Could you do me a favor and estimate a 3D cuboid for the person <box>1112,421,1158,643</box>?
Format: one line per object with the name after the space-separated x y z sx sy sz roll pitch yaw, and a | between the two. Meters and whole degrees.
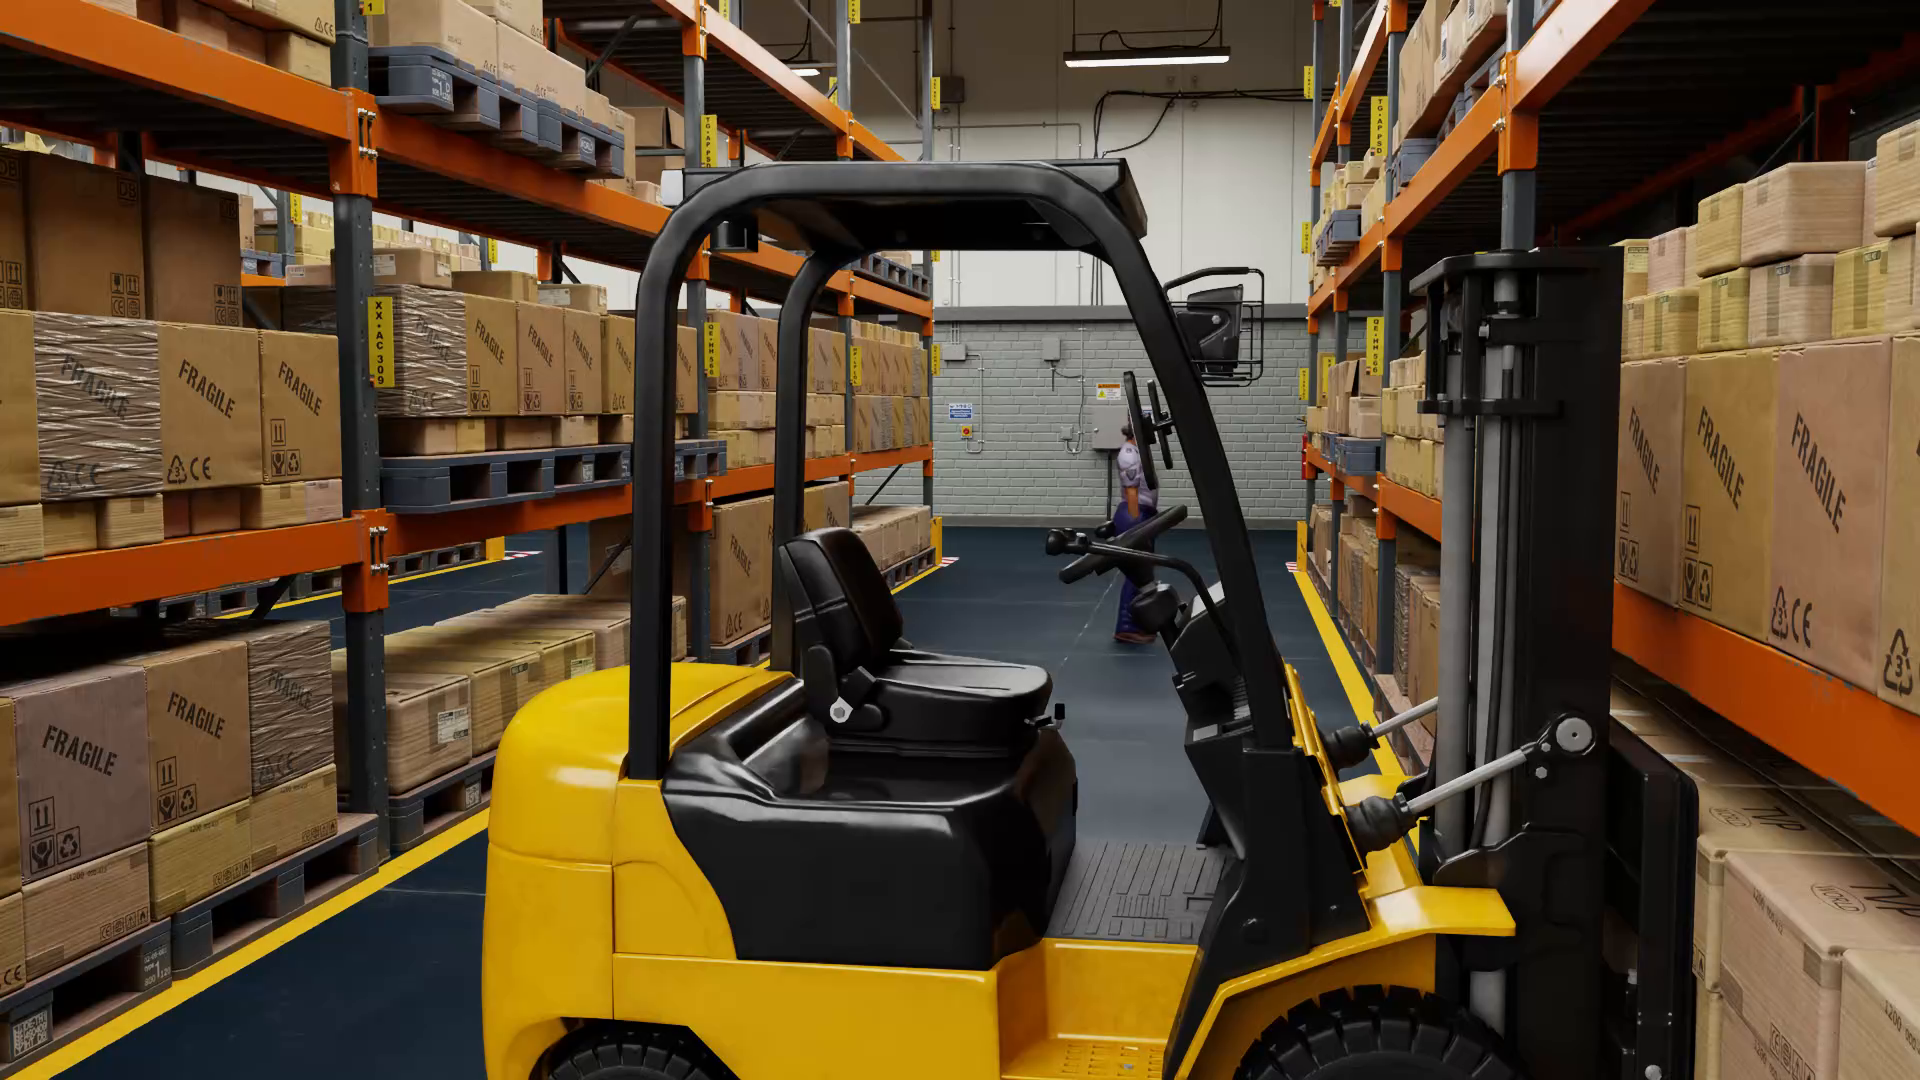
1.279 -0.081 12.156 0.338 1.644 0.476 1 5 10 | person
